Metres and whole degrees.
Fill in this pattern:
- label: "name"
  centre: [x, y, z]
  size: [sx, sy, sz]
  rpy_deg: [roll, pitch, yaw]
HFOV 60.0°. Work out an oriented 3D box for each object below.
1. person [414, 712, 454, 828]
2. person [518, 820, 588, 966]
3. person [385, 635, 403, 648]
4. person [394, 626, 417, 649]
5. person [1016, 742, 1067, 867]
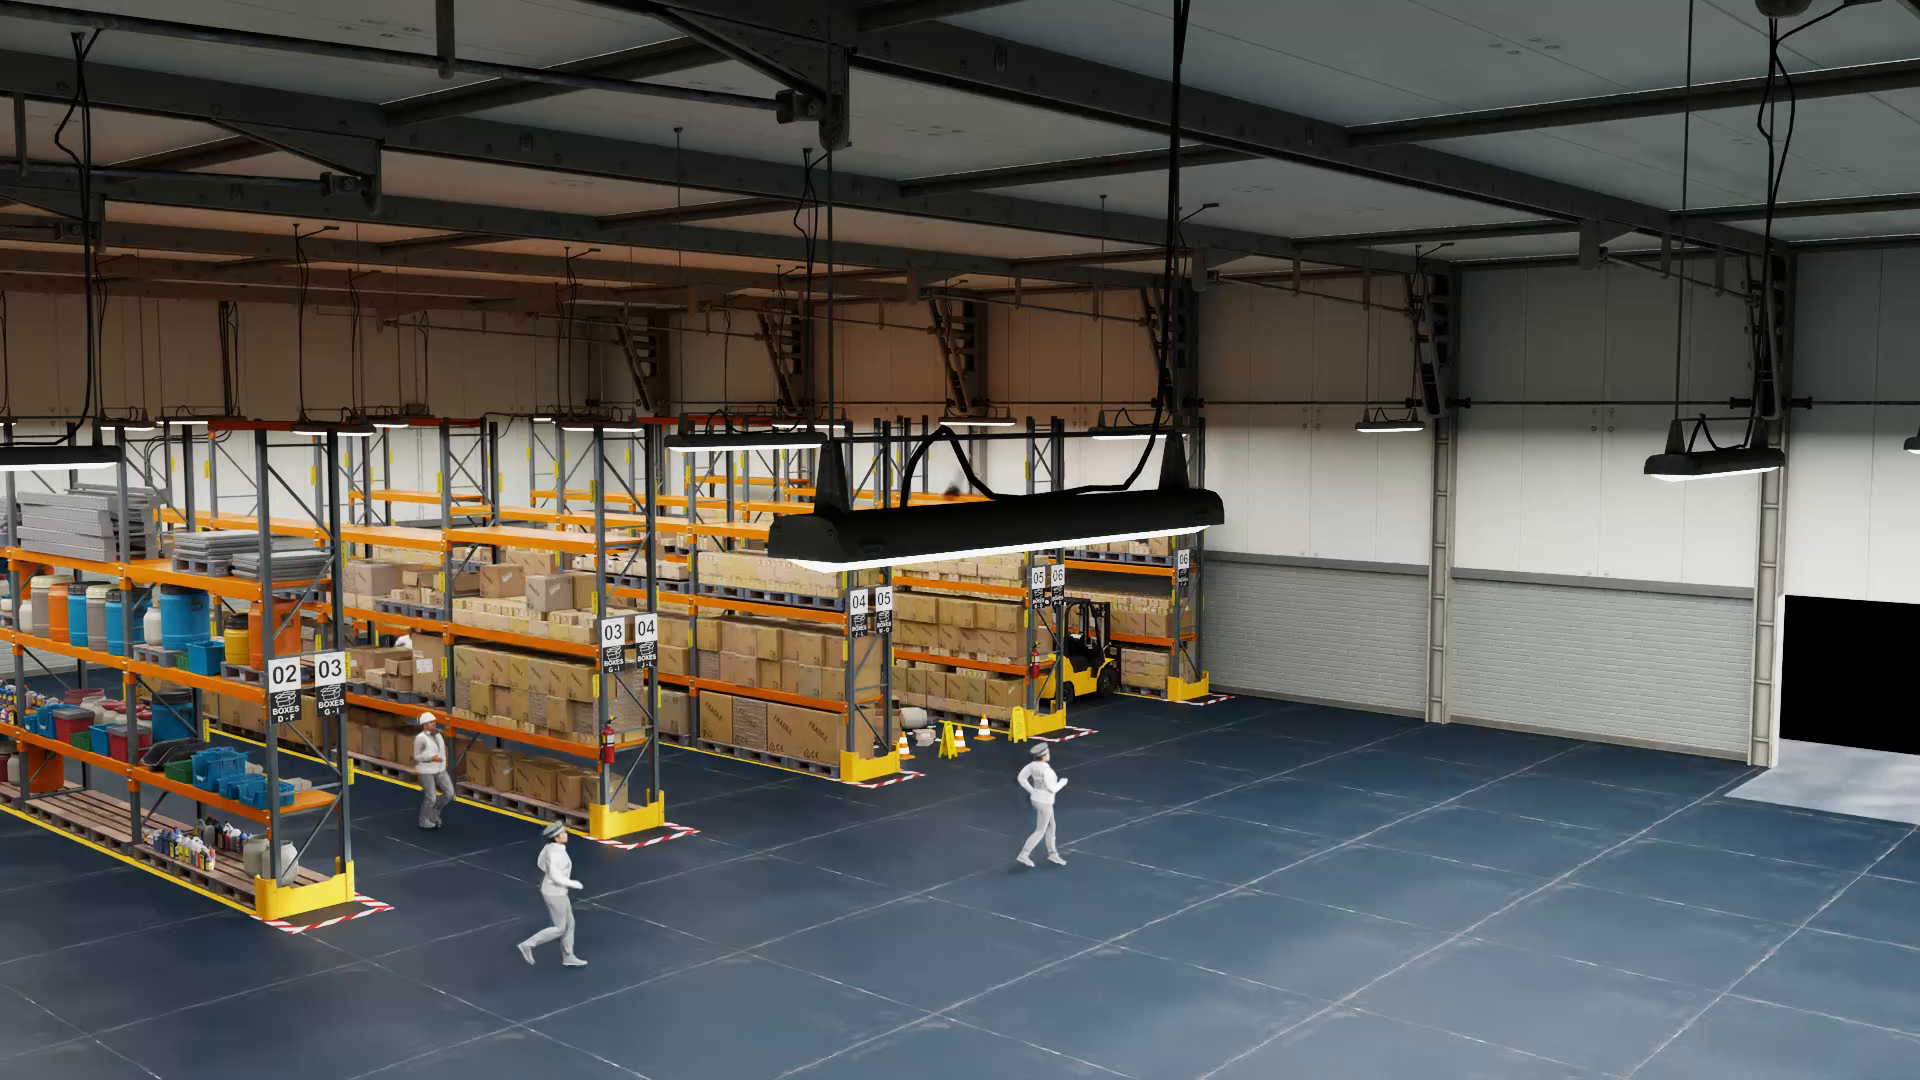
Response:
- label: "person"
  centre: [-7.758, 3.410, 24.586]
  size: [0.638, 1.737, 0.638]
  rpy_deg: [3, 5, 29]
- label: "person"
  centre: [-4.571, 3.965, 18.566]
  size: [0.781, 1.695, 0.624]
  rpy_deg: [-2, 5, -23]
- label: "person"
  centre: [-13.517, 2.187, 39.887]
  size: [0.573, 1.693, 0.737]
  rpy_deg: [1, 5, 12]
- label: "person"
  centre: [-11.295, 2.585, 34.434]
  size: [0.677, 1.790, 0.912]
  rpy_deg: [-5, 7, -45]
- label: "person"
  centre: [1.108, 3.597, 22.517]
  size: [0.784, 1.730, 0.600]
  rpy_deg: [-2, 5, -22]
